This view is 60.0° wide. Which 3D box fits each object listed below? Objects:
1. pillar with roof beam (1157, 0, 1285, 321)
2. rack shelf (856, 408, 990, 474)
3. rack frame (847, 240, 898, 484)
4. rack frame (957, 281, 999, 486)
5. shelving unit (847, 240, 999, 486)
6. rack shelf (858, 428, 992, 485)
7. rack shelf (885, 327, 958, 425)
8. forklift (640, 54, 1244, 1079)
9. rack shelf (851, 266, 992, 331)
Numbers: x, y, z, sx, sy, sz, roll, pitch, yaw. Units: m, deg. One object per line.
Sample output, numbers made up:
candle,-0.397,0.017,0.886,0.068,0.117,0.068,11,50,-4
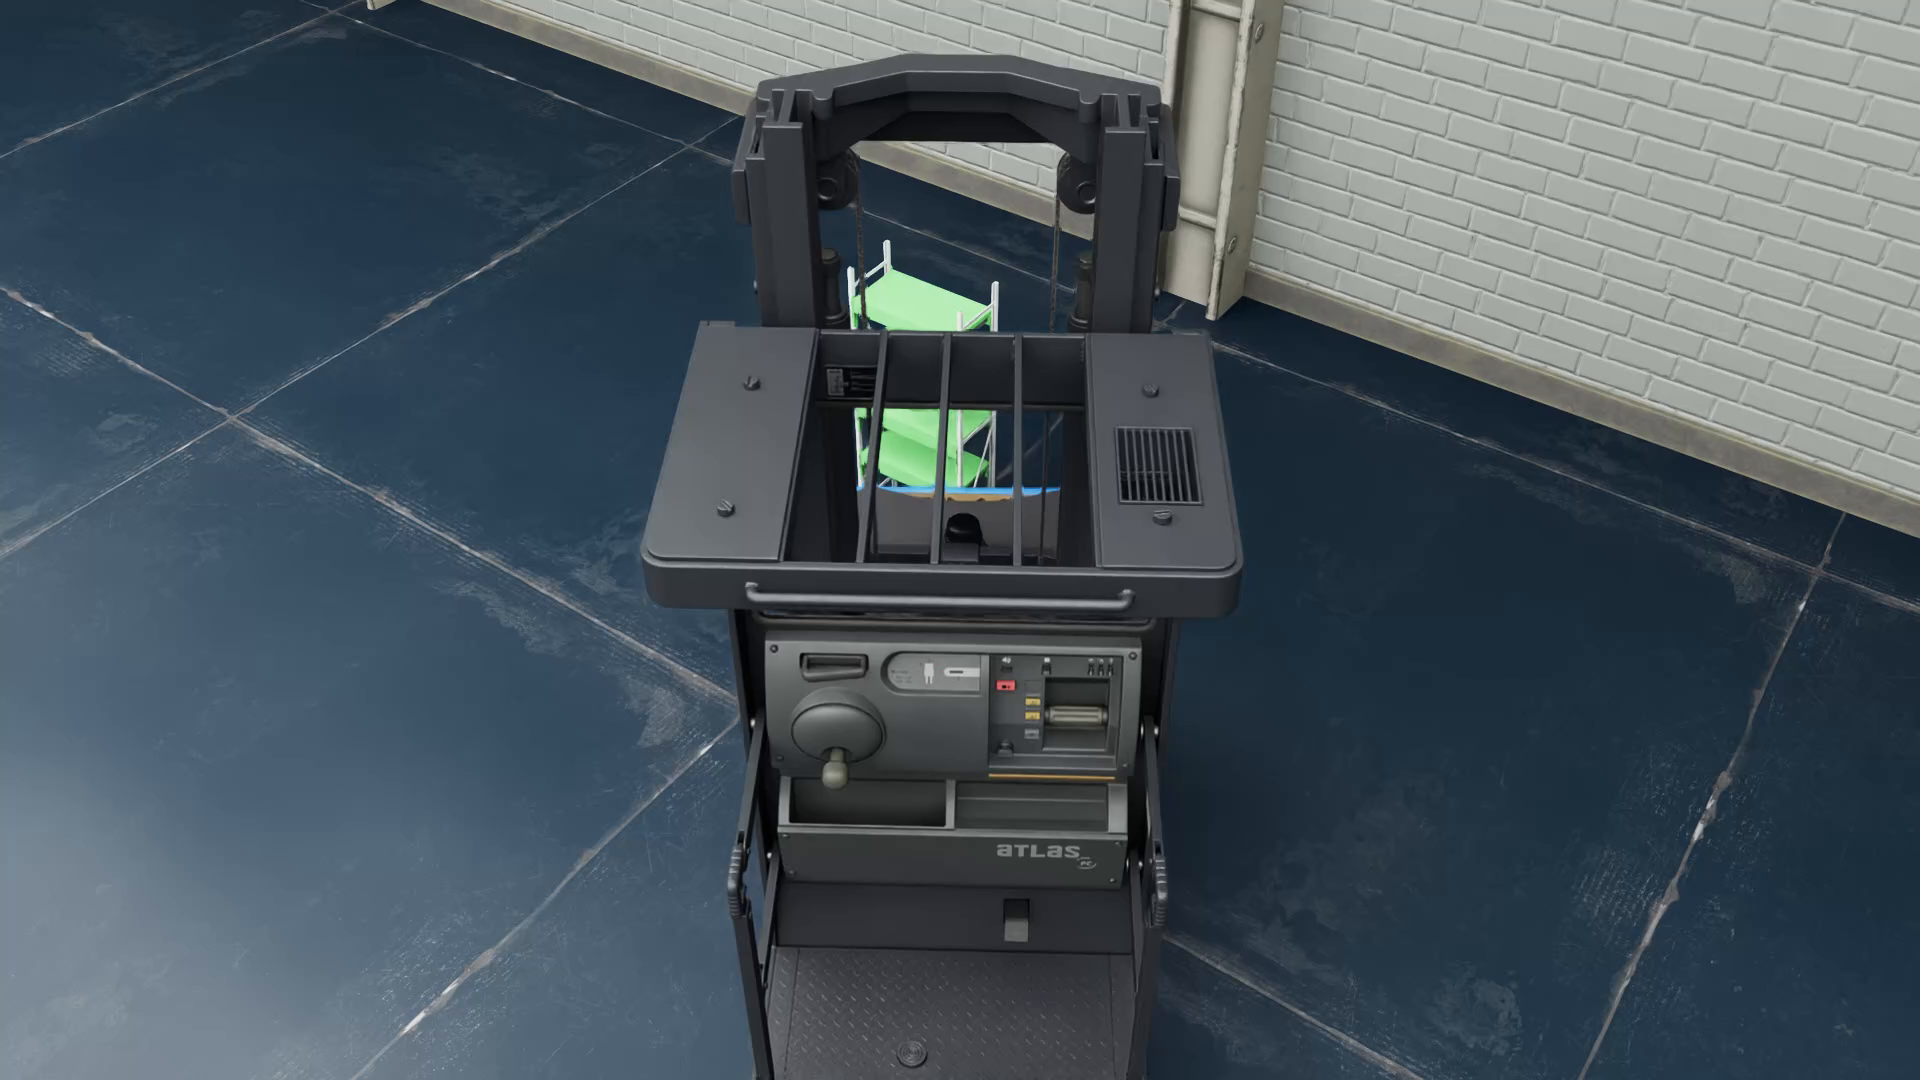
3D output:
pillar with roof beam,-1.331,-2.204,2.464,0.400,9.000,9.100,25,48,25
rack shelf,-0.136,-0.463,6.463,0.480,0.148,0.258,25,48,25
rack frame,-0.335,-0.604,6.525,0.015,1.200,0.240,25,48,25
rack frame,0.064,-0.417,6.316,0.015,1.200,0.240,25,48,25
shelving unit,-0.136,-0.511,6.421,0.503,1.200,0.258,25,48,25
rack shelf,-0.136,-0.284,6.623,0.480,0.148,0.258,25,48,25
rack shelf,-0.136,-0.642,6.303,0.480,0.148,0.258,25,48,25
forklift,-0.022,0.512,3.980,1.130,2.935,3.031,1,42,1
rack shelf,-0.136,-0.821,6.143,0.480,0.148,0.258,25,48,25
